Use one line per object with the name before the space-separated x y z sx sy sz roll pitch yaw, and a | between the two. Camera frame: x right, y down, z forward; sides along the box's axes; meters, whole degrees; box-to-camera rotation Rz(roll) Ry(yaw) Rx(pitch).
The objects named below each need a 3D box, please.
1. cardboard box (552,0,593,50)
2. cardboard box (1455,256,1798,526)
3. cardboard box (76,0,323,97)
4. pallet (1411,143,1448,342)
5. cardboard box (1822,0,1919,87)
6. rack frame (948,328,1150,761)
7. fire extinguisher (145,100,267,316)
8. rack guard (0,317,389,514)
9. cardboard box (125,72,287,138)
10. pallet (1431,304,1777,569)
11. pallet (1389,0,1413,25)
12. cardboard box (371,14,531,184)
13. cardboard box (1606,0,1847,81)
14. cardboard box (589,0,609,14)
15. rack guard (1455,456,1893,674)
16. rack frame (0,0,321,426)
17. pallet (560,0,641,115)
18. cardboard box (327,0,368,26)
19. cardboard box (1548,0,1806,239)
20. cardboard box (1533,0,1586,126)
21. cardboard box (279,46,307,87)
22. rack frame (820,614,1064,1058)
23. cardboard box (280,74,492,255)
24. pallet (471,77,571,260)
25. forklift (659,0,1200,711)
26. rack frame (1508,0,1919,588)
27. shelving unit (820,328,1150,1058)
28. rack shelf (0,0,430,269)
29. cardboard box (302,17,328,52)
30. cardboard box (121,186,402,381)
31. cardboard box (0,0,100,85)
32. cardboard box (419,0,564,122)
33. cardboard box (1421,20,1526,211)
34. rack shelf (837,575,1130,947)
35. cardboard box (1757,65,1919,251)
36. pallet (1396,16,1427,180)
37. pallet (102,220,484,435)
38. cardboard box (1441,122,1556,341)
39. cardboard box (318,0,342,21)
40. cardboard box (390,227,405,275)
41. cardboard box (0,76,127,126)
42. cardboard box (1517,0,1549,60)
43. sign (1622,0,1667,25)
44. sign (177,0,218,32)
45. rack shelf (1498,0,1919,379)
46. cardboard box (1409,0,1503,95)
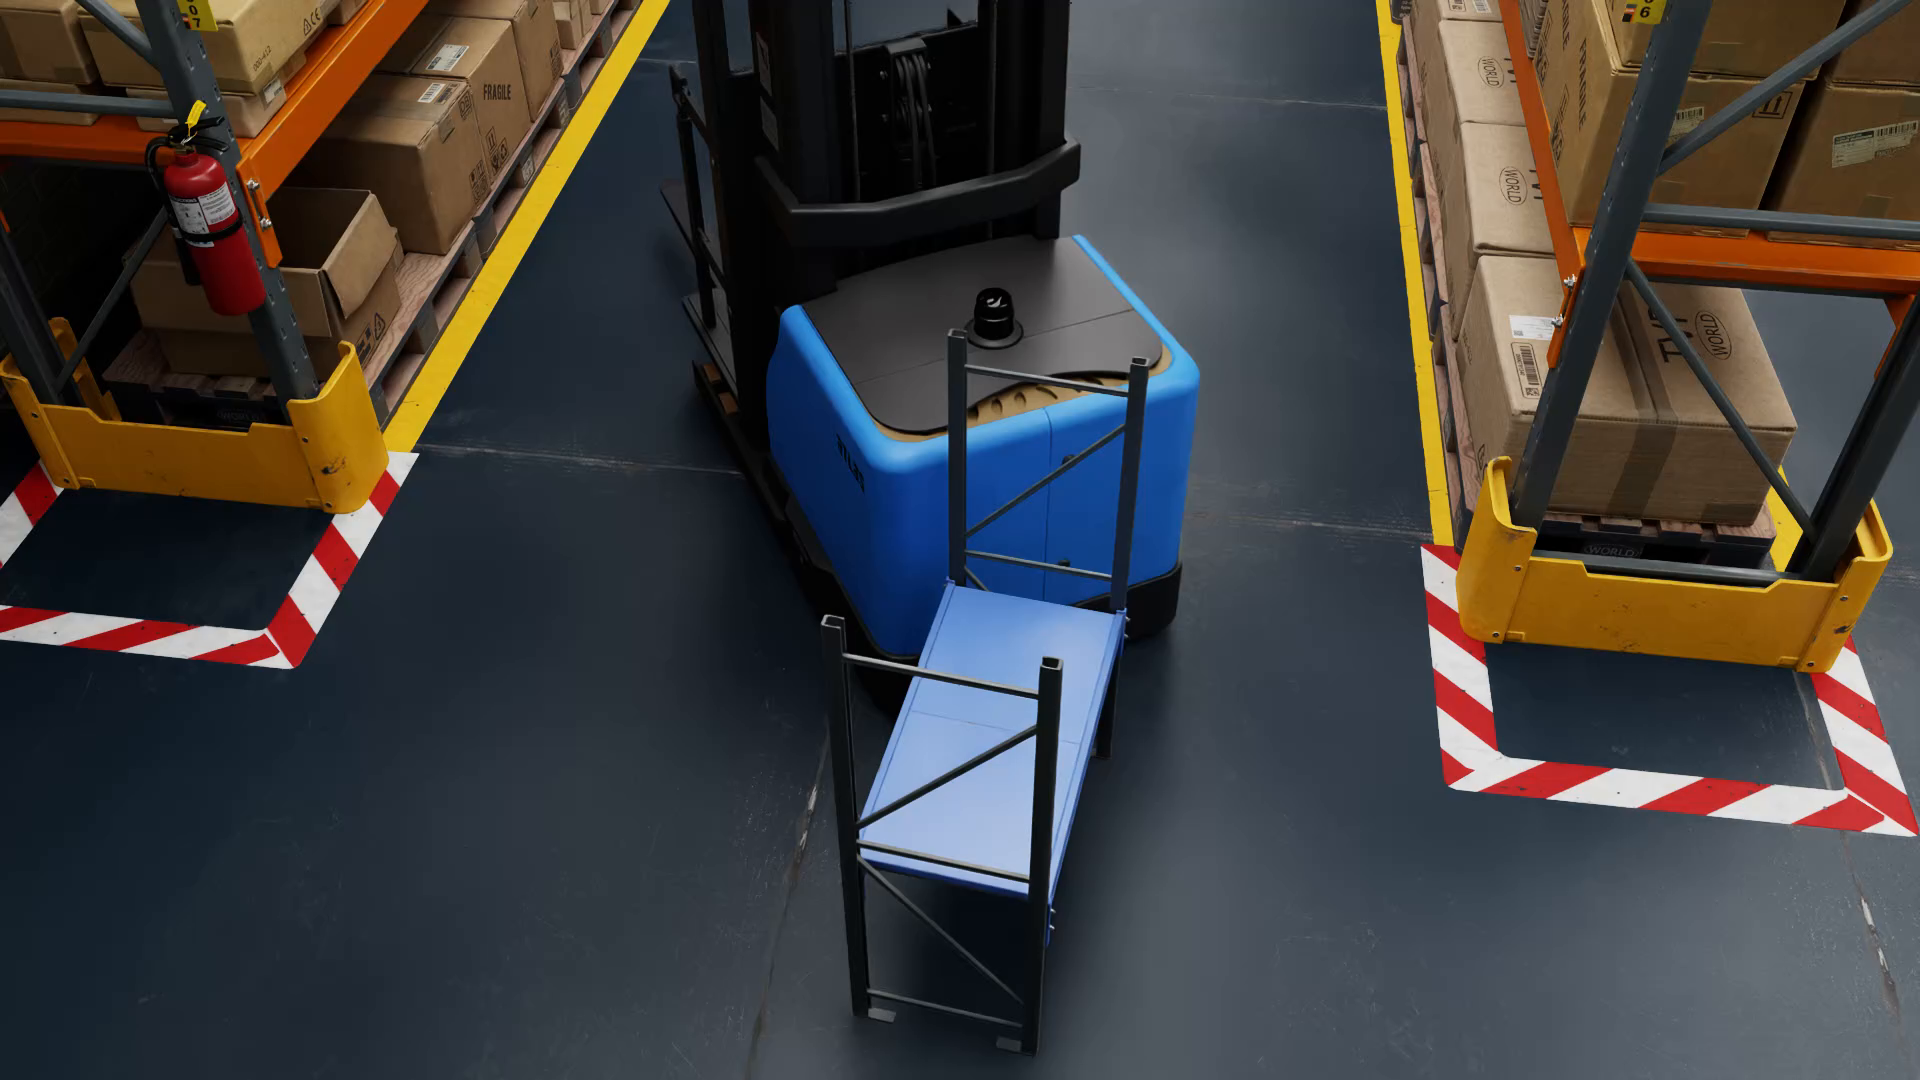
cardboard box | -1.982 -2.529 7.923 0.396 0.266 0.258 7 44 7
cardboard box | 2.228 -0.526 5.681 0.875 0.438 0.875 4 44 4
cardboard box | -2.354 -1.631 5.184 0.500 0.250 0.500 5 44 6
pallet | 2.432 -1.213 6.878 1.003 0.211 1.213 5 44 6
cardboard box | 2.585 -1.545 4.400 0.500 0.500 0.500 4 44 5
rack frame | 0.215 0.073 4.582 0.500 1.500 0.032 10 44 10
fire extinguisher | -2.242 -0.987 4.939 0.296 0.674 0.183 5 44 6
rack guard | -2.671 -0.437 5.848 1.175 0.500 0.348 5 44 6
cardboard box | -2.366 -1.401 5.231 0.380 0.149 0.250 5 44 5
pallet | 2.268 -0.384 6.002 1.003 0.211 1.213 5 44 6
pallet | 2.796 -3.091 8.861 1.003 0.211 1.213 5 44 6
cardboard box | -2.186 -1.876 7.063 0.500 0.500 0.500 6 44 6
cardboard box | 2.067 -1.594 4.452 0.500 0.500 0.500 7 44 7
cardboard box | -1.935 -2.730 8.220 0.380 0.149 0.250 4 44 4
rack guard | 2.236 0.079 5.302 1.175 0.500 0.348 5 44 6
rack frame | -2.681 -1.293 4.934 1.000 3.000 0.127 5 44 6
pallet | -2.244 -2.539 8.278 1.003 0.211 1.213 5 44 6
cardboard box | -2.283 -1.928 5.787 0.380 0.149 0.250 7 44 7
cardboard box | 2.041 -1.234 4.799 0.500 0.500 0.500 5 44 6
cardboard box | 2.122 -1.574 5.158 0.500 0.500 0.500 4 44 5
cardboard box | -2.378 -1.579 5.418 0.380 0.149 0.250 6 44 7
rack frame | -0.039 0.749 3.868 0.500 1.500 0.032 10 44 10
cardboard box | -2.355 -1.525 6.692 0.700 0.500 0.500 7 44 7
pallet | -2.403 -1.705 7.397 1.003 0.211 1.213 5 44 6
forklift | -0.352 -1.560 5.266 1.130 2.935 3.031 -17 46 -17
rack frame | 2.240 -0.845 4.460 1.000 3.000 0.127 5 44 6
shelving unit | 0.088 0.411 4.225 0.538 1.500 1.048 10 44 10
rack shelf | -2.417 -2.395 6.621 1.077 0.370 4.000 5 44 6
cardboard box | -2.377 -1.761 5.611 0.380 0.149 0.250 5 44 5
cardboard box | -2.506 -0.947 6.079 0.797 0.503 0.637 4 44 4
cardboard box | -2.883 -1.684 5.240 0.500 0.250 0.500 6 44 7
cardboard box | -2.217 -2.233 7.439 0.700 0.500 0.500 4 44 4
cardboard box | 2.461 -1.764 6.990 0.875 0.438 0.875 4 44 4
rack shelf | 0.088 0.542 4.349 0.538 0.185 1.000 10 44 10
cardboard box | 2.588 -1.182 4.744 0.500 0.500 0.500 5 44 5
pallet | 2.590 -2.047 7.758 1.003 0.211 1.213 5 44 6
pallet | -2.566 -0.876 6.522 1.003 0.211 1.213 5 44 6
cardboard box | 2.340 -1.150 6.341 0.875 0.438 0.875 6 44 7
cardboard box | -2.287 -1.975 5.547 0.500 0.250 0.500 6 44 6
cardboard box | -2.411 -1.105 6.503 0.380 0.149 0.250 4 44 4
cardboard box | -2.903 -1.452 5.285 0.380 0.149 0.250 5 44 5
cardboard box | 2.181 -1.926 5.529 0.500 0.500 0.500 6 44 7
sign | 1.704 -1.410 4.043 0.100 0.325 0.005 5 44 6
sign | -2.143 -1.558 4.584 0.100 0.325 0.005 5 44 6
rack shelf | 2.504 -1.946 6.147 1.077 0.370 4.000 5 44 6
cardboard box | 2.579 -2.375 7.634 0.875 0.438 0.875 5 44 5
